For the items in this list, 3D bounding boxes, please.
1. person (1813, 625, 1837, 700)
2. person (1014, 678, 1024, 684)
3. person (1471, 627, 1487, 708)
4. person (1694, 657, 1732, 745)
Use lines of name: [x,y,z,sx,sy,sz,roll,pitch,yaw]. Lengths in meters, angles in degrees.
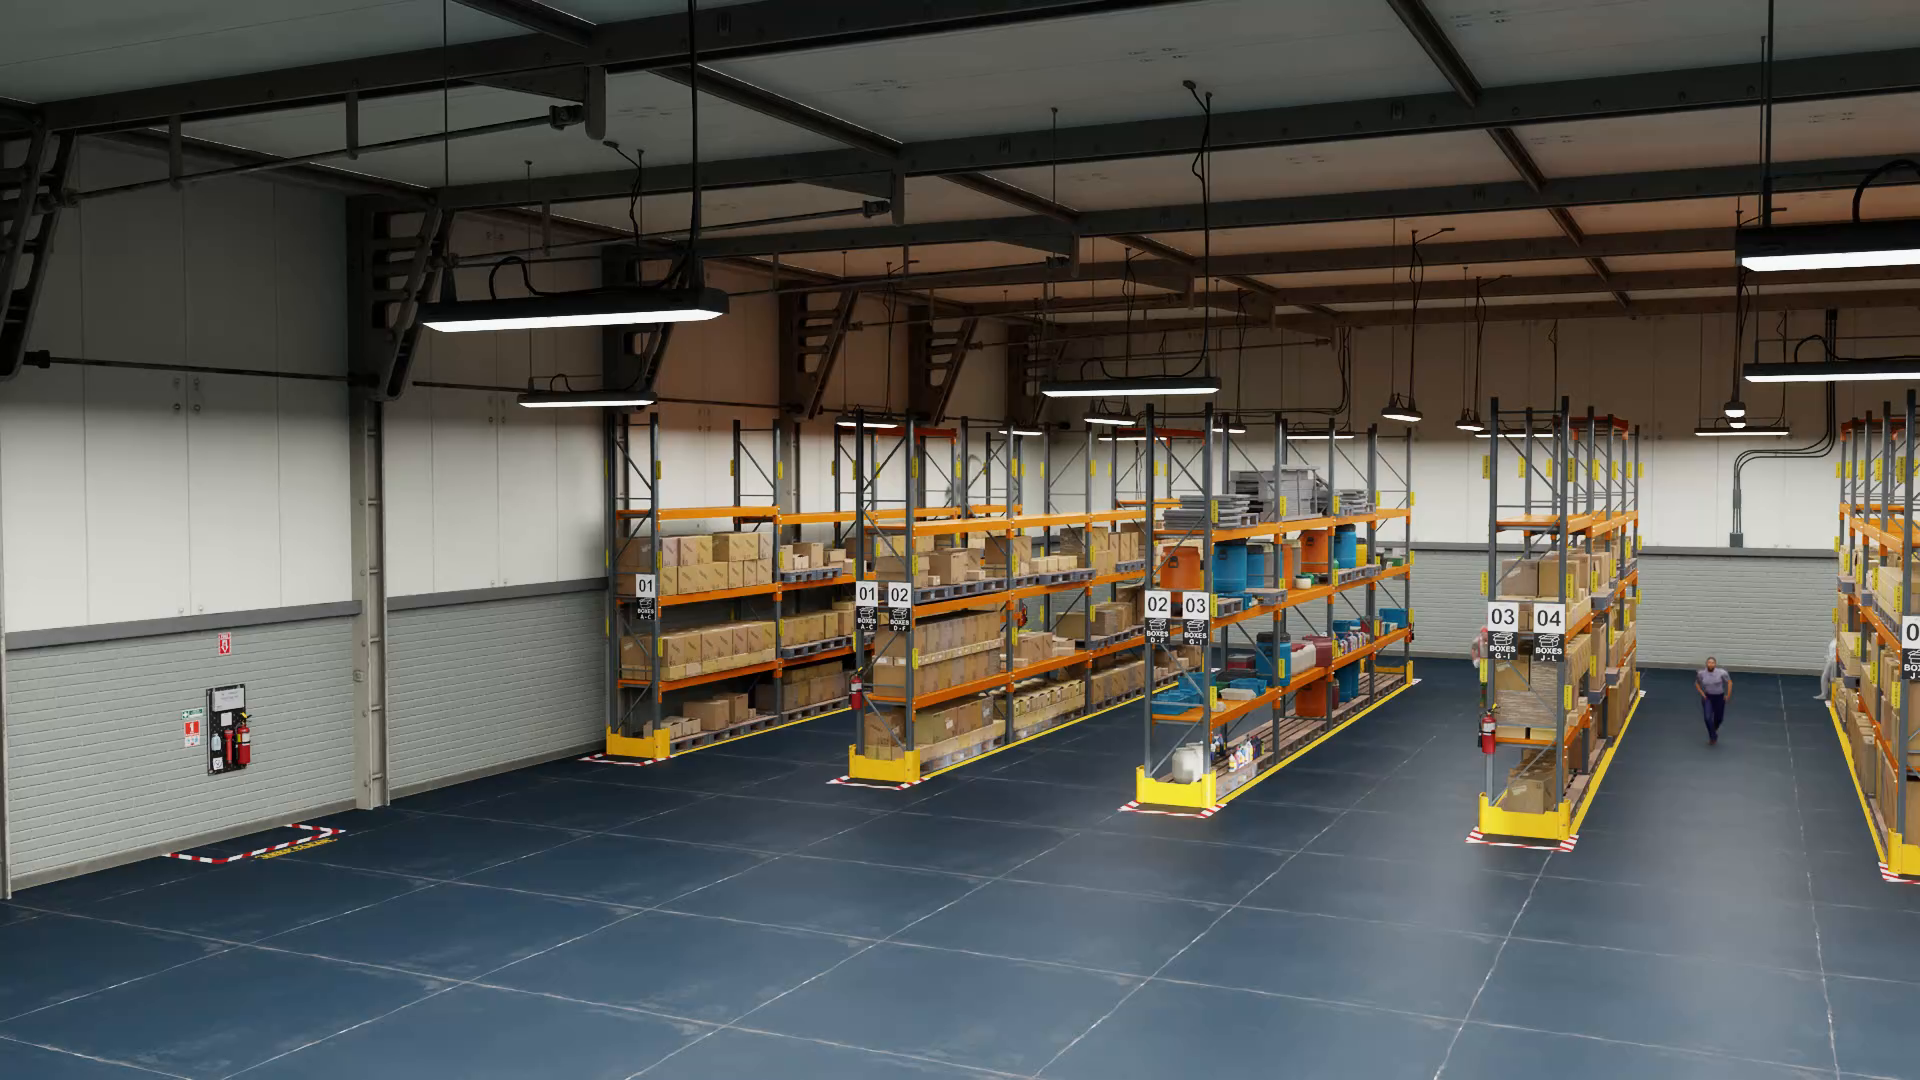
person: [18.990,2.667,36.088,0.816,1.653,0.678,0,2,3]
person: [1.153,2.702,35.940,0.735,1.577,0.829,1,2,15]
person: [11.198,2.680,35.337,0.669,1.731,0.990,1,3,20]
person: [13.843,2.943,30.572,0.631,1.622,0.696,1,3,26]
